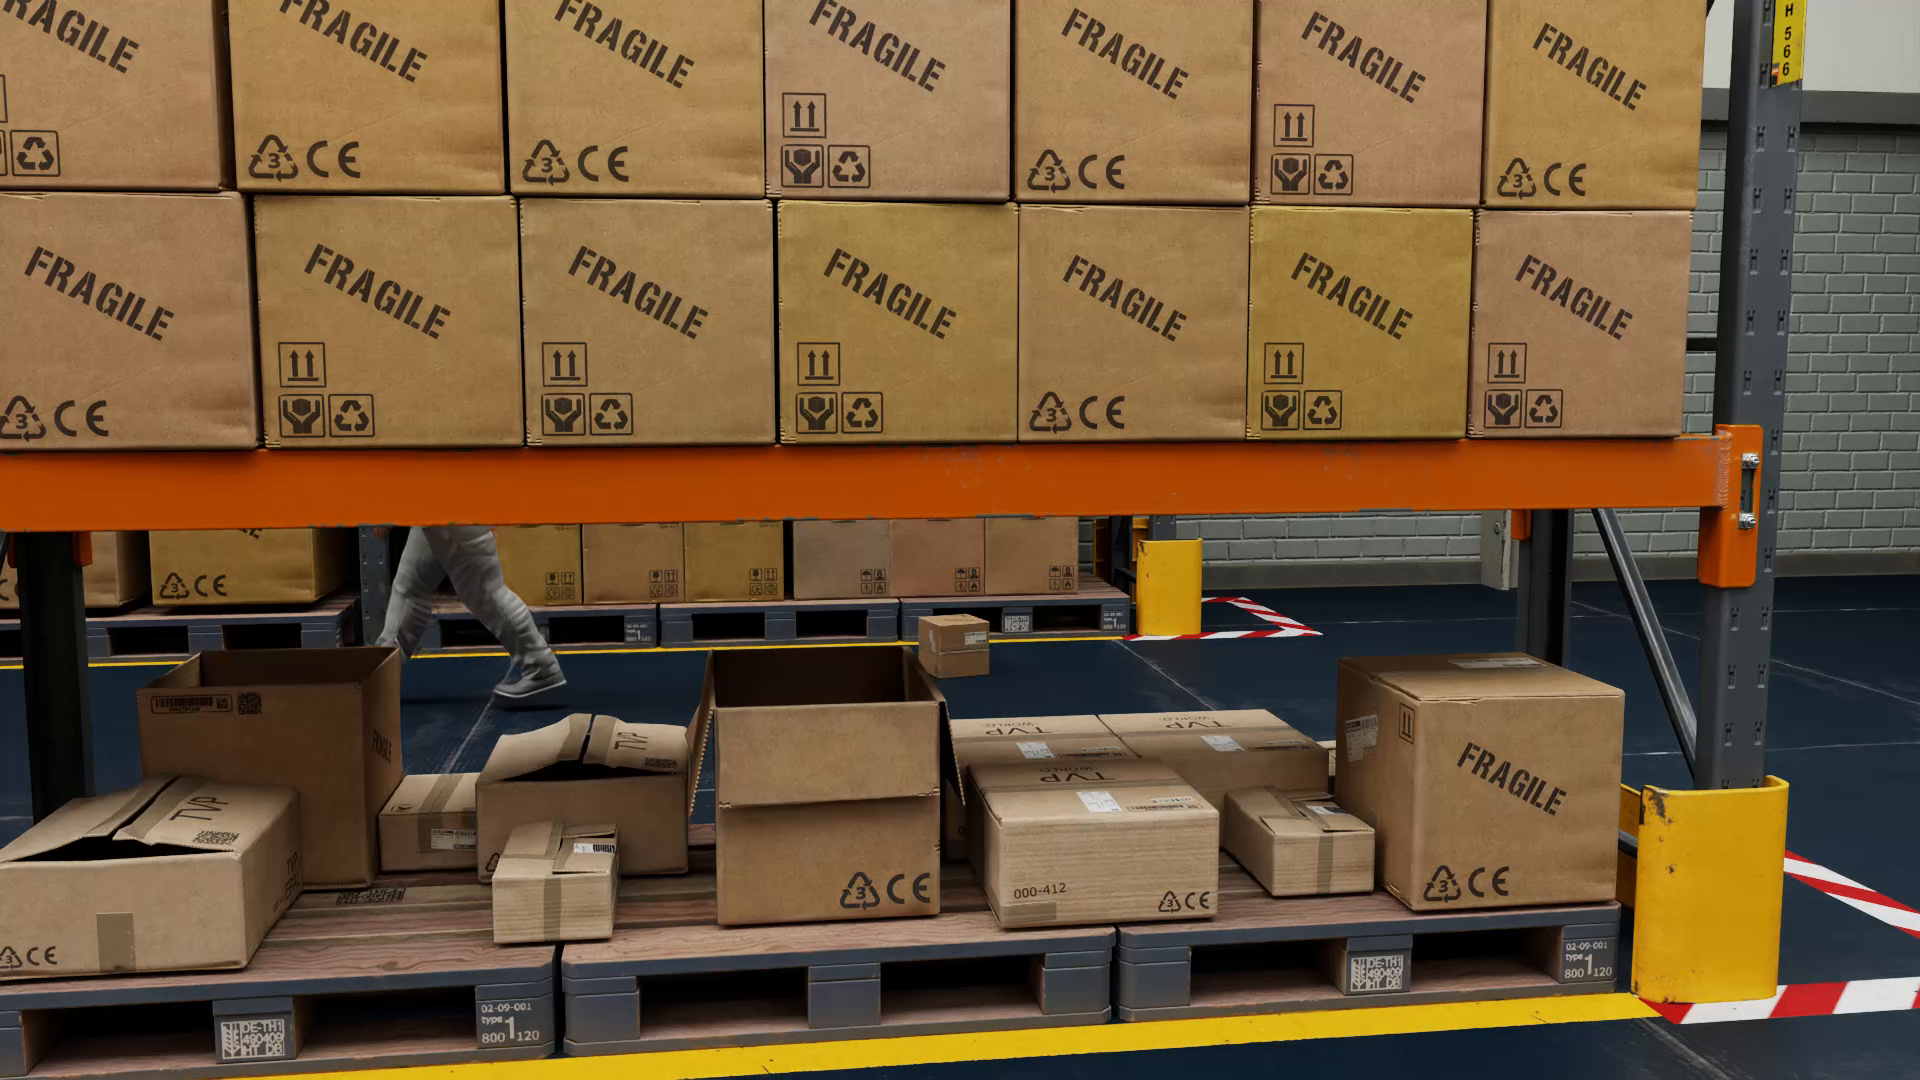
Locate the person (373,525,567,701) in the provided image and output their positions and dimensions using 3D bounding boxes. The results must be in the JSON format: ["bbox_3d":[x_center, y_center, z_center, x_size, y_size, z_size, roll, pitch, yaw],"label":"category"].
[{"bbox_3d":[-2.161,-0.131,6.874,1.021,1.599,0.487,-1,7,-6],"label":"person"}]
